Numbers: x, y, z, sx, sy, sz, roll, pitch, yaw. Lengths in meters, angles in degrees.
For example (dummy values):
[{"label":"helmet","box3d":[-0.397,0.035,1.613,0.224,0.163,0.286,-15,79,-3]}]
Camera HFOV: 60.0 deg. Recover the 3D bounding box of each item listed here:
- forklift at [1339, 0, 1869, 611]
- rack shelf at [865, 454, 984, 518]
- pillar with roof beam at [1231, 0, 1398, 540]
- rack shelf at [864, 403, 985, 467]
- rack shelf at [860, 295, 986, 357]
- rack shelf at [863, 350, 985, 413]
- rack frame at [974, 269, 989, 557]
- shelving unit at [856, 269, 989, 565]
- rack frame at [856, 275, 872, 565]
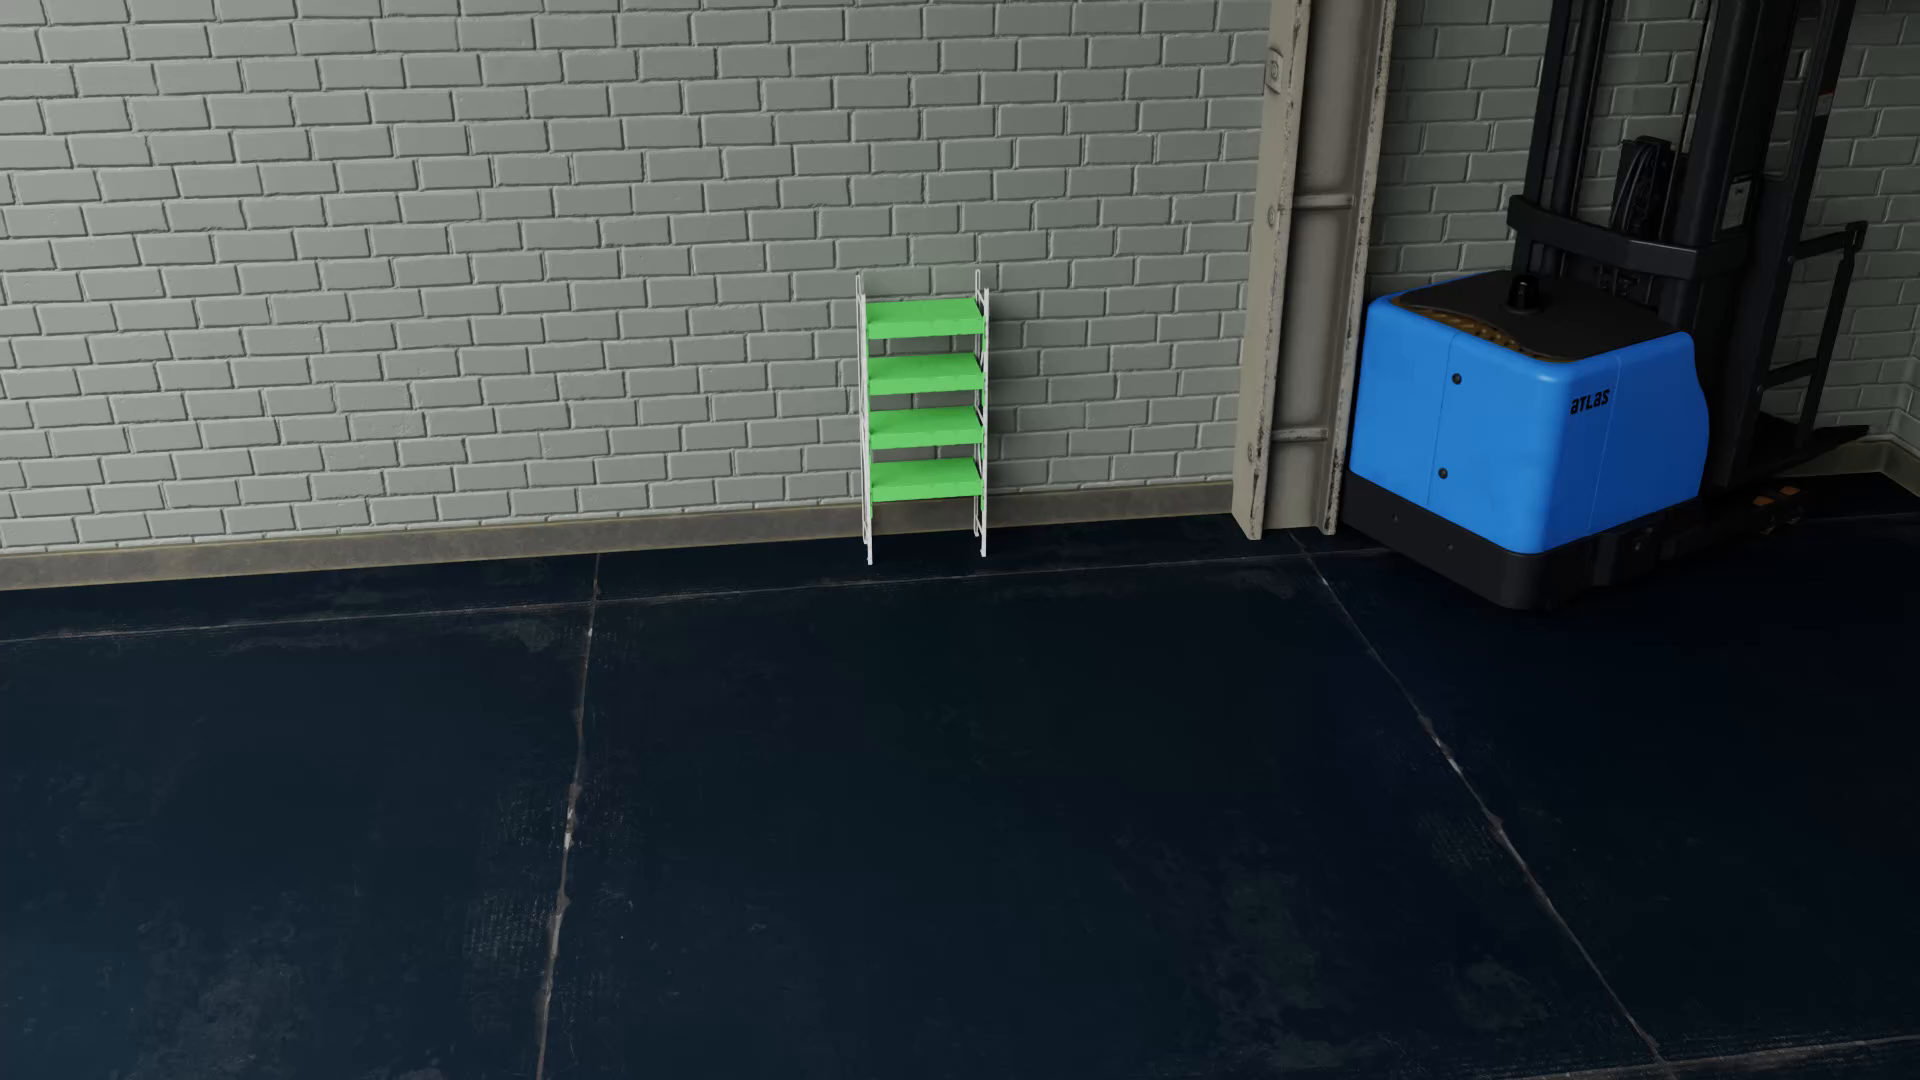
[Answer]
[{"label":"forklift","box3d":[3.182,-1.517,6.996,3.031,2.935,1.130,-16,31,-28]},{"label":"rack shelf","box3d":[-0.155,-0.229,7.042,0.480,0.148,0.258,-4,28,-8]},{"label":"pillar with roof beam","box3d":[2.036,-2.140,1.564,0.400,9.000,9.100,-4,27,-7]},{"label":"rack shelf","box3d":[-0.154,-0.441,6.929,0.480,0.148,0.258,-4,28,-8]},{"label":"rack shelf","box3d":[-0.153,-0.863,6.702,0.480,0.148,0.258,-4,28,-8]},{"label":"rack shelf","box3d":[-0.154,-0.652,6.815,0.480,0.148,0.258,-4,28,-8]},{"label":"rack frame","box3d":[0.087,-0.513,6.931,0.015,1.200,0.240,-4,28,-8]},{"label":"shelving unit","box3d":[-0.154,-0.497,6.898,0.503,1.200,0.258,-4,28,-8]},{"label":"rack frame","box3d":[-0.395,-0.480,6.866,0.015,1.200,0.240,-4,28,-8]}]
